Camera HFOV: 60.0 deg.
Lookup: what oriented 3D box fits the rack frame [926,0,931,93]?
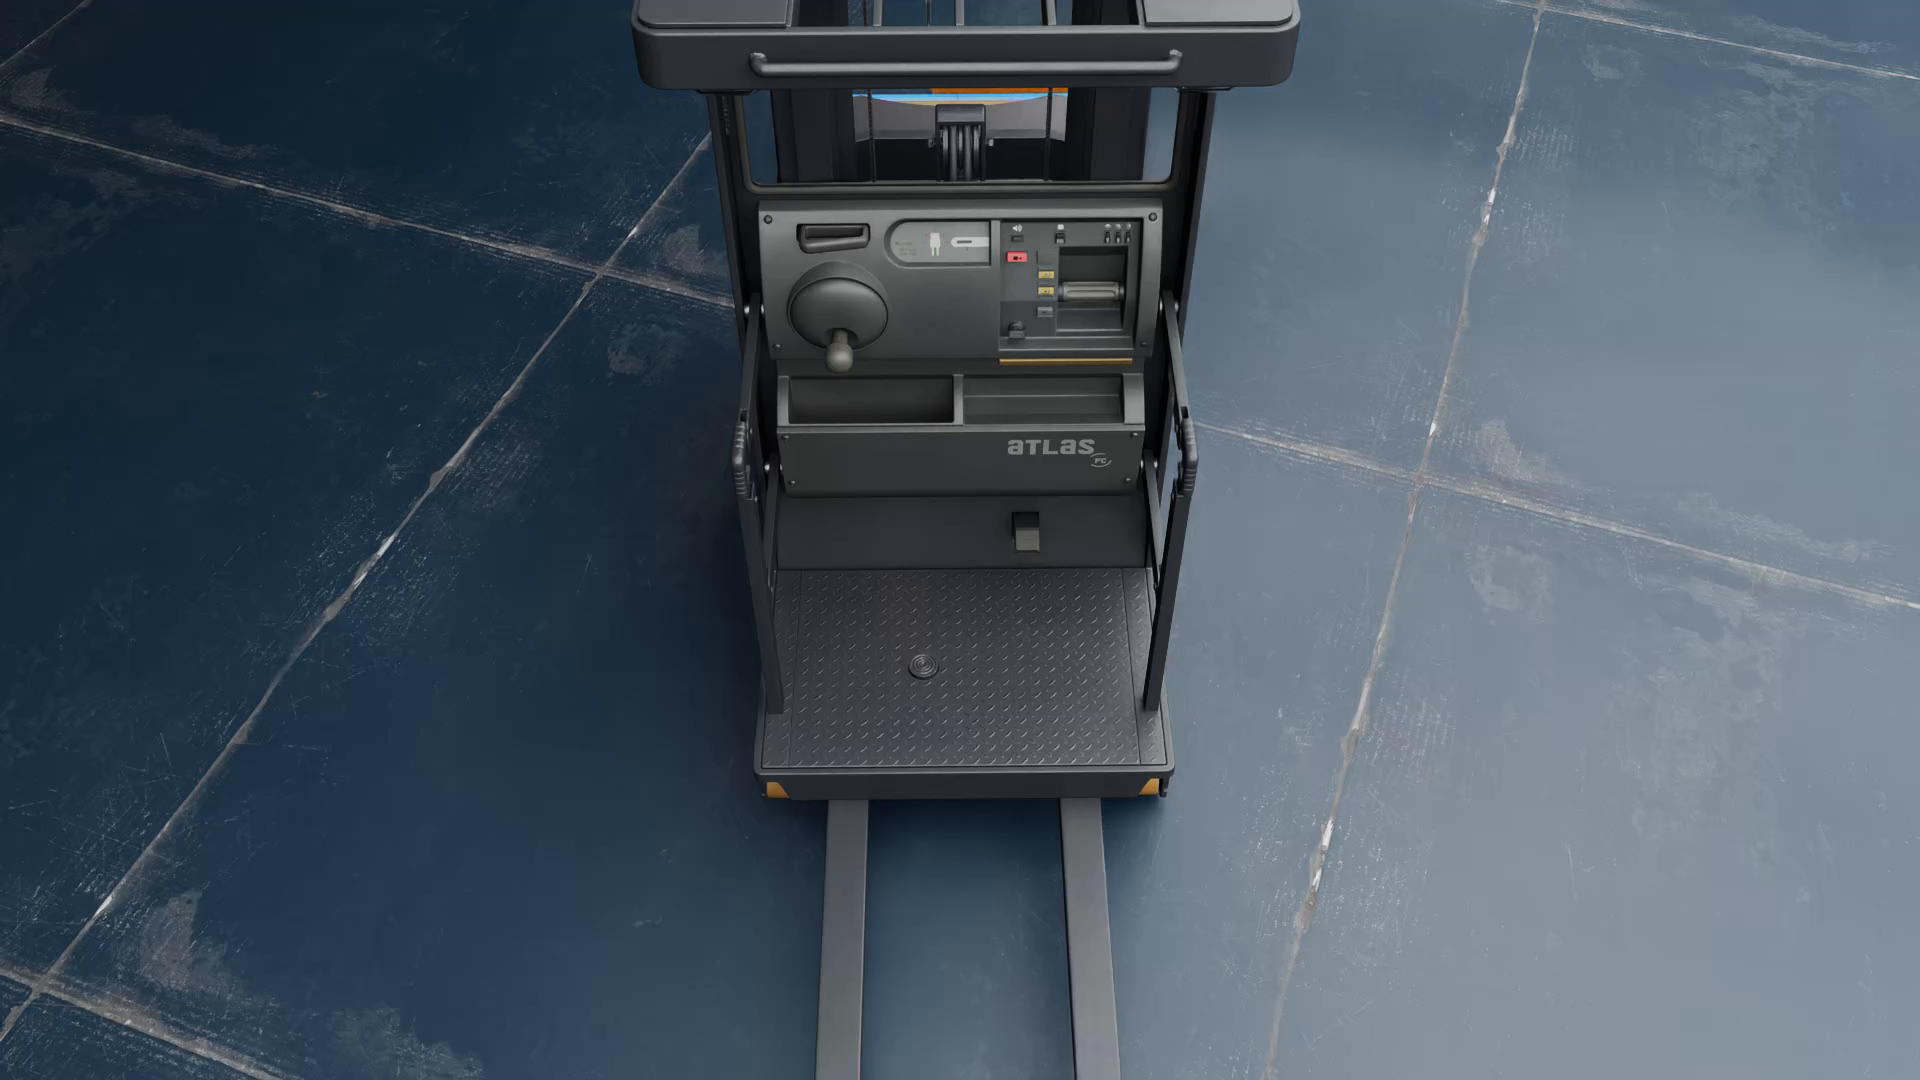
[{"bbox_3d":[-0.096,-1.178,5.477,0.015,1.200,0.240,0,49,0],"label":"rack frame"}]

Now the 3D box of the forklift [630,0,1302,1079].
[{"bbox_3d":[0.006,-0.490,3.735,1.130,2.935,3.031,0,49,0],"label":"forklift"}]

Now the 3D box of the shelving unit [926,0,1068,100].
[{"bbox_3d":[0.148,-1.180,5.479,0.503,1.200,0.258,0,49,0],"label":"shelving unit"}]

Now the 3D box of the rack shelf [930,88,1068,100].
[{"bbox_3d":[0.148,-1.438,5.182,0.480,0.148,0.258,0,49,0],"label":"rack shelf"}]
